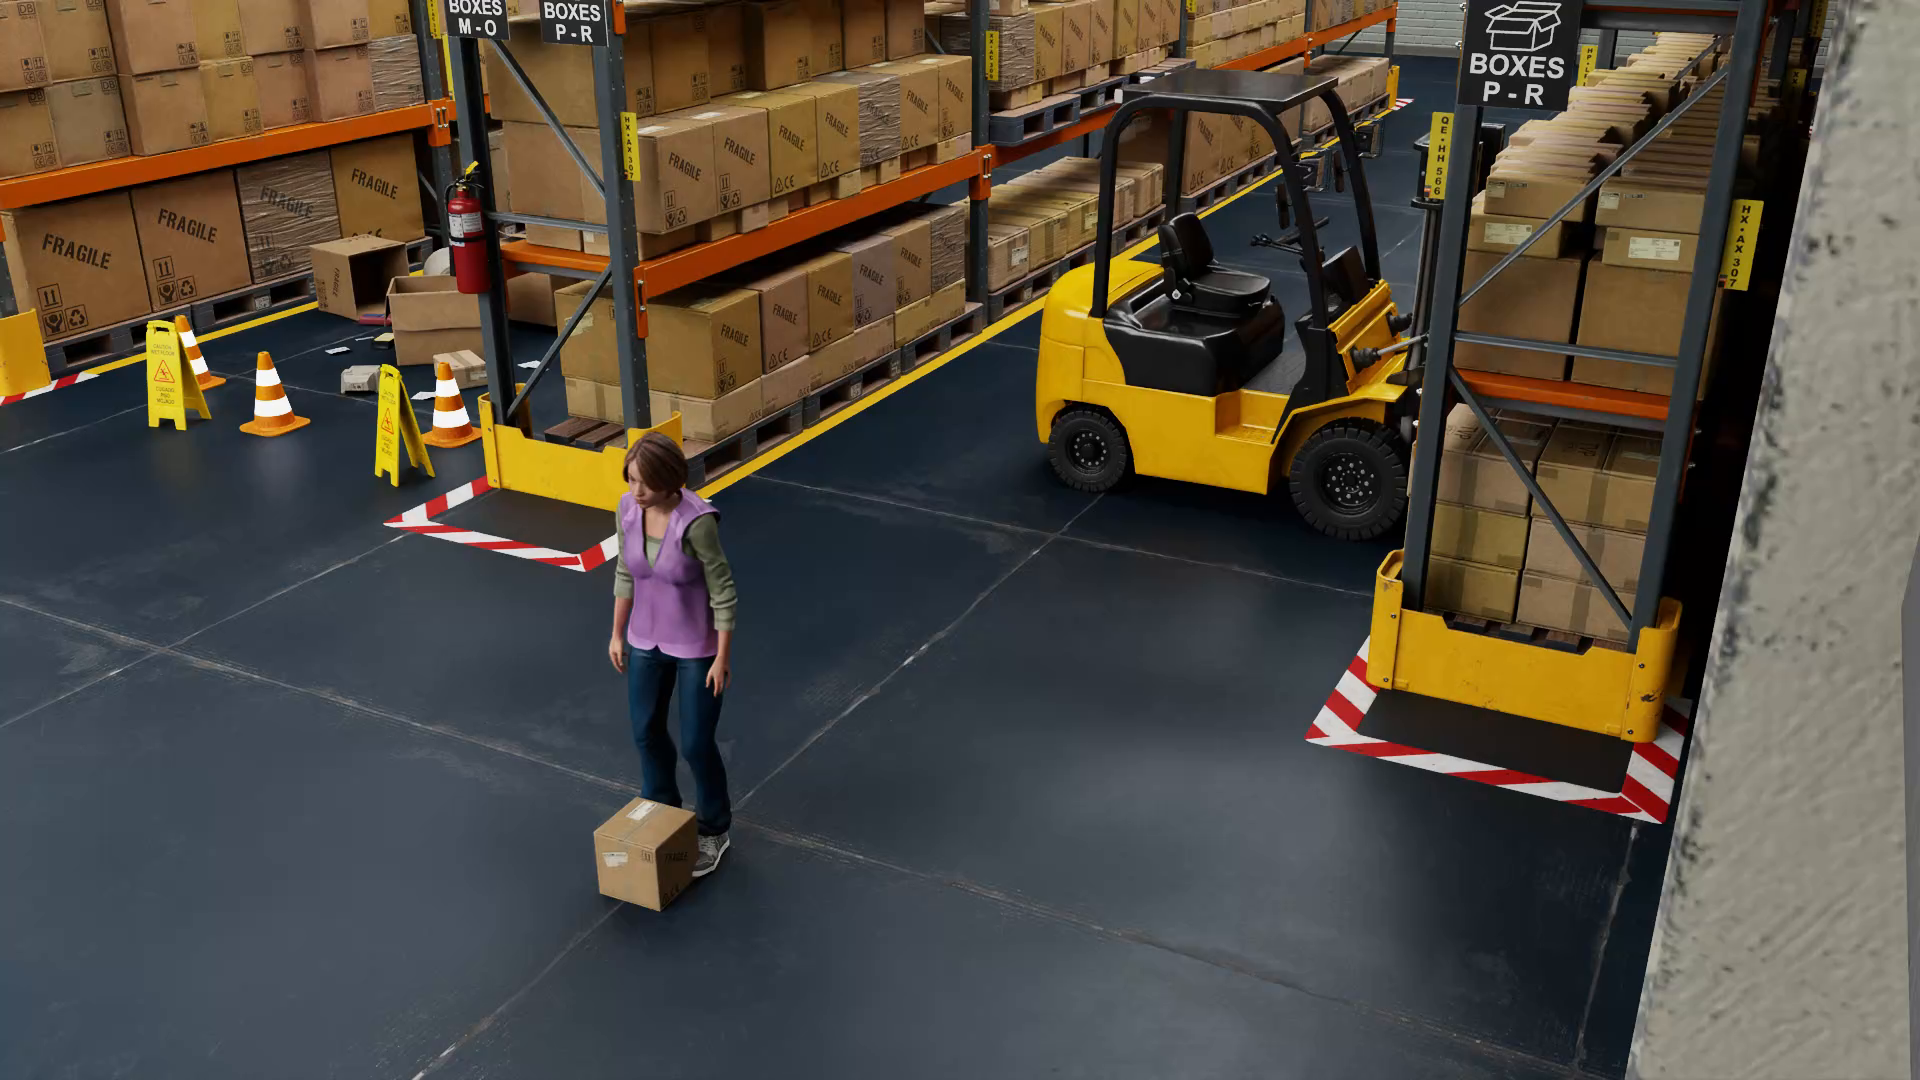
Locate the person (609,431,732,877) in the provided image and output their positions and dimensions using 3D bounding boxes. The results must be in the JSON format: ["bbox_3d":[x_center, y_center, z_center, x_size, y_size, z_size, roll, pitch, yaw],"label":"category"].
[{"bbox_3d":[-0.969,0.373,5.631,0.474,1.593,0.345,10,25,23],"label":"person"}]
